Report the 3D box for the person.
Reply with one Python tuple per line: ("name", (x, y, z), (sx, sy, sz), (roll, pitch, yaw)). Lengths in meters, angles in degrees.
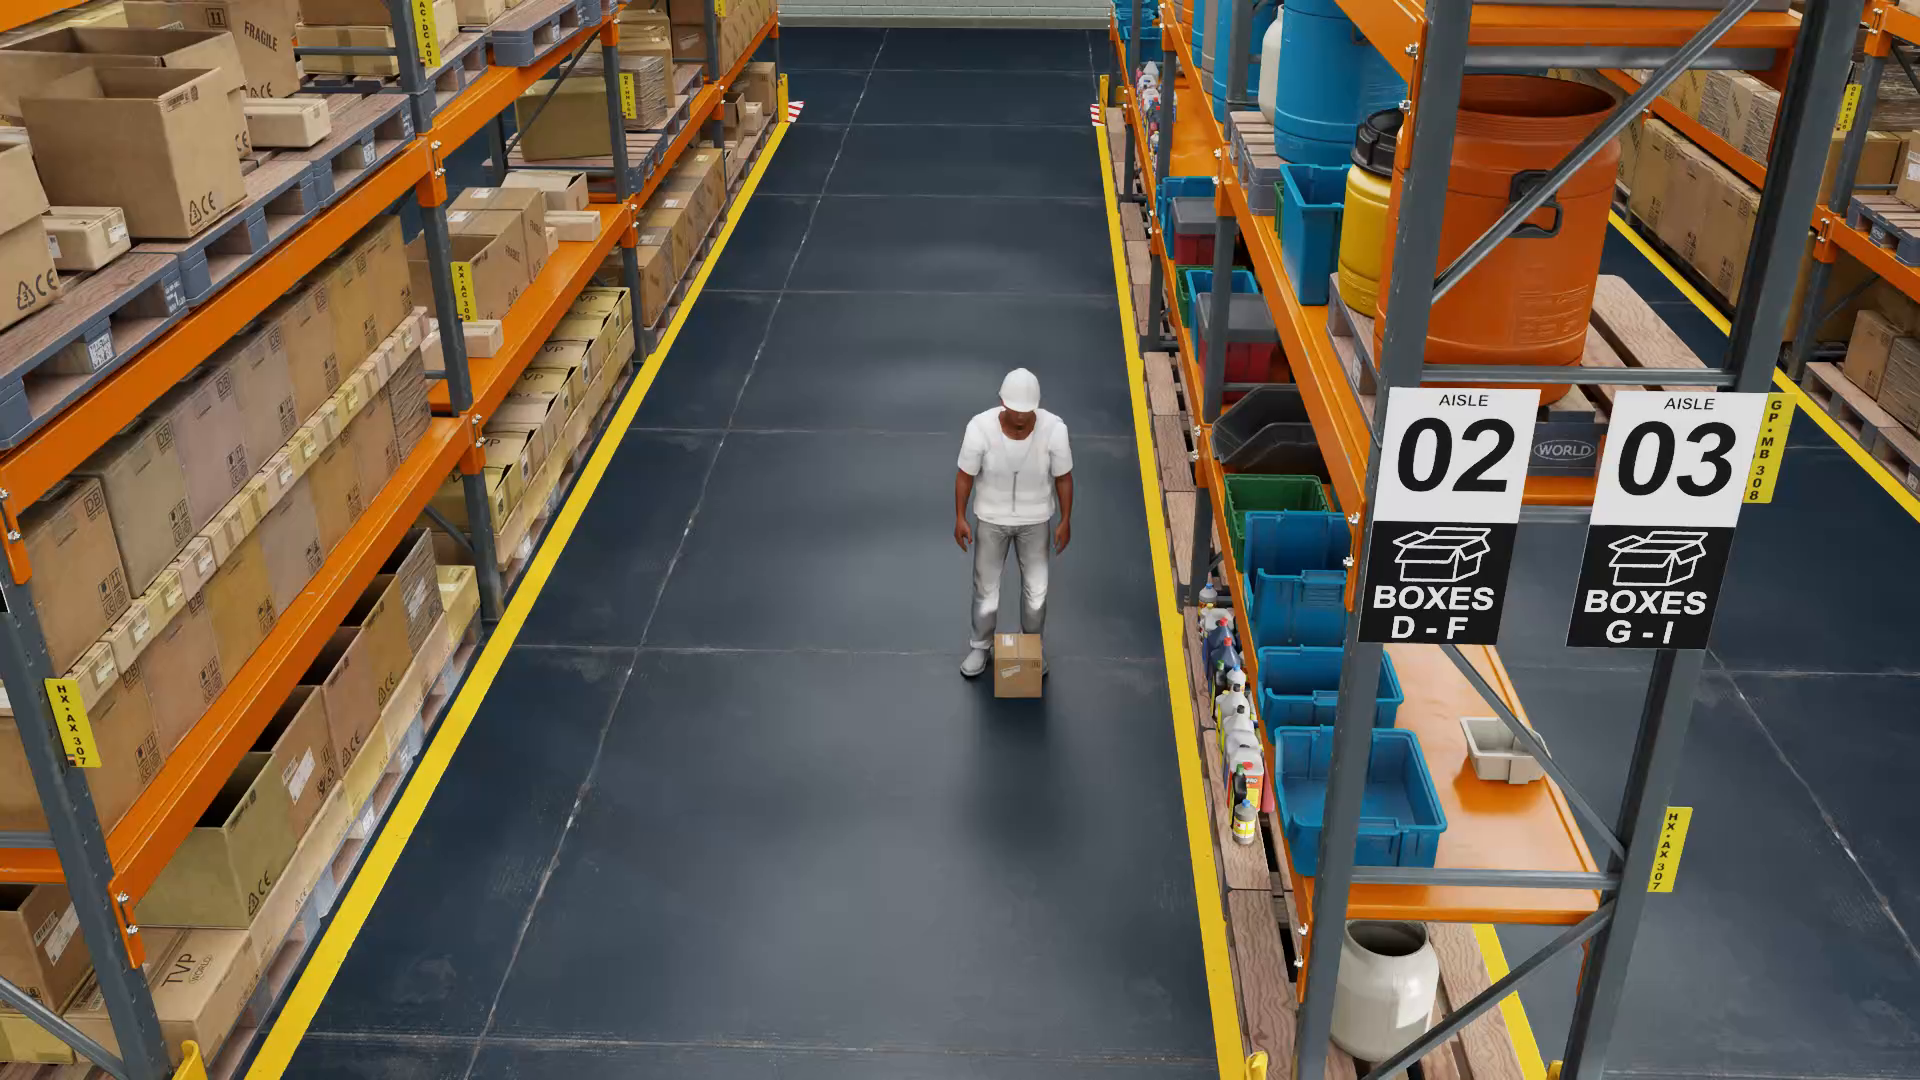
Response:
("person", (0.281, -0.100, 8.792), (0.625, 1.760, 0.459), (0, 28, 1))
